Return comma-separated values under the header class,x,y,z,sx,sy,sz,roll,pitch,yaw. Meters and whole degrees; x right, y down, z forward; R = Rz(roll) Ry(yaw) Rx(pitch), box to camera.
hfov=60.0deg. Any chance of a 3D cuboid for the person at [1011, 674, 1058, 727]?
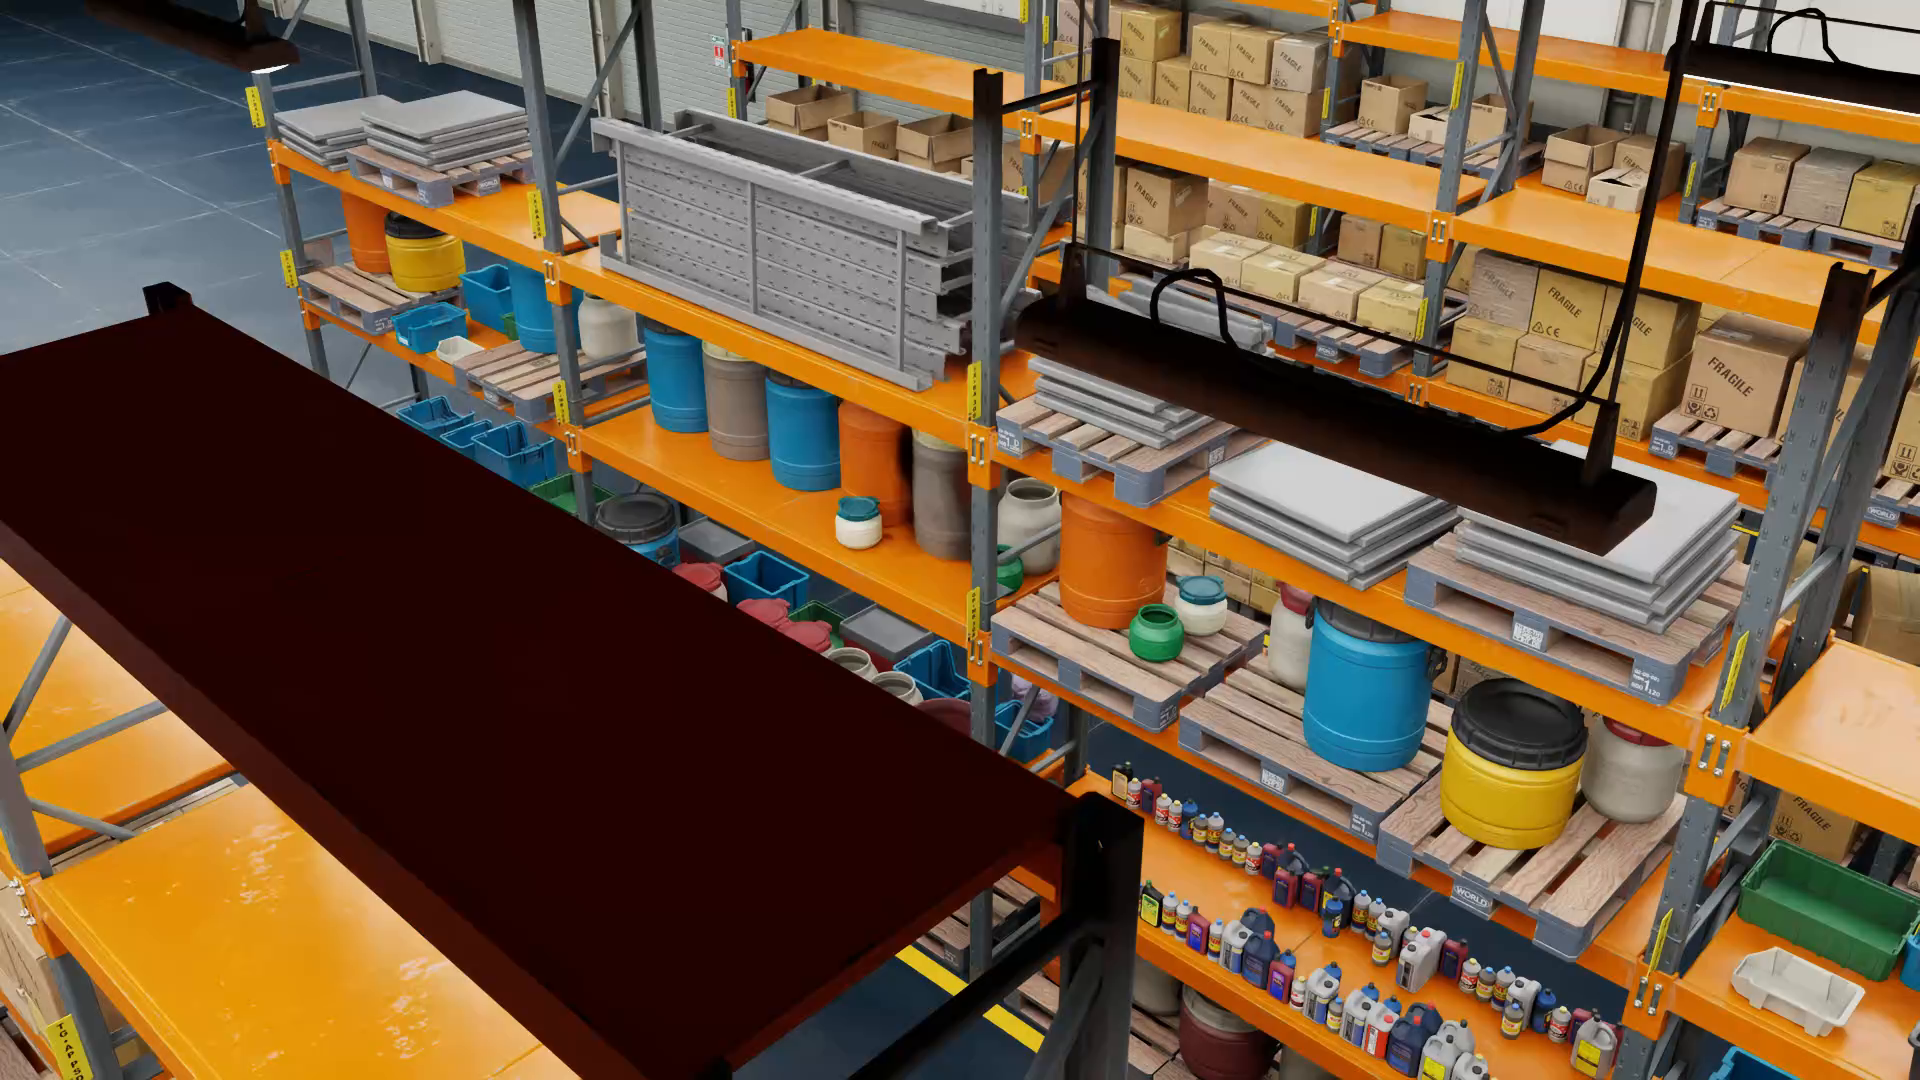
class,x,y,z,sx,sy,sz,roll,pitch,yaw
person,0.520,1.369,12.147,0.389,1.670,0.579,8,30,14
